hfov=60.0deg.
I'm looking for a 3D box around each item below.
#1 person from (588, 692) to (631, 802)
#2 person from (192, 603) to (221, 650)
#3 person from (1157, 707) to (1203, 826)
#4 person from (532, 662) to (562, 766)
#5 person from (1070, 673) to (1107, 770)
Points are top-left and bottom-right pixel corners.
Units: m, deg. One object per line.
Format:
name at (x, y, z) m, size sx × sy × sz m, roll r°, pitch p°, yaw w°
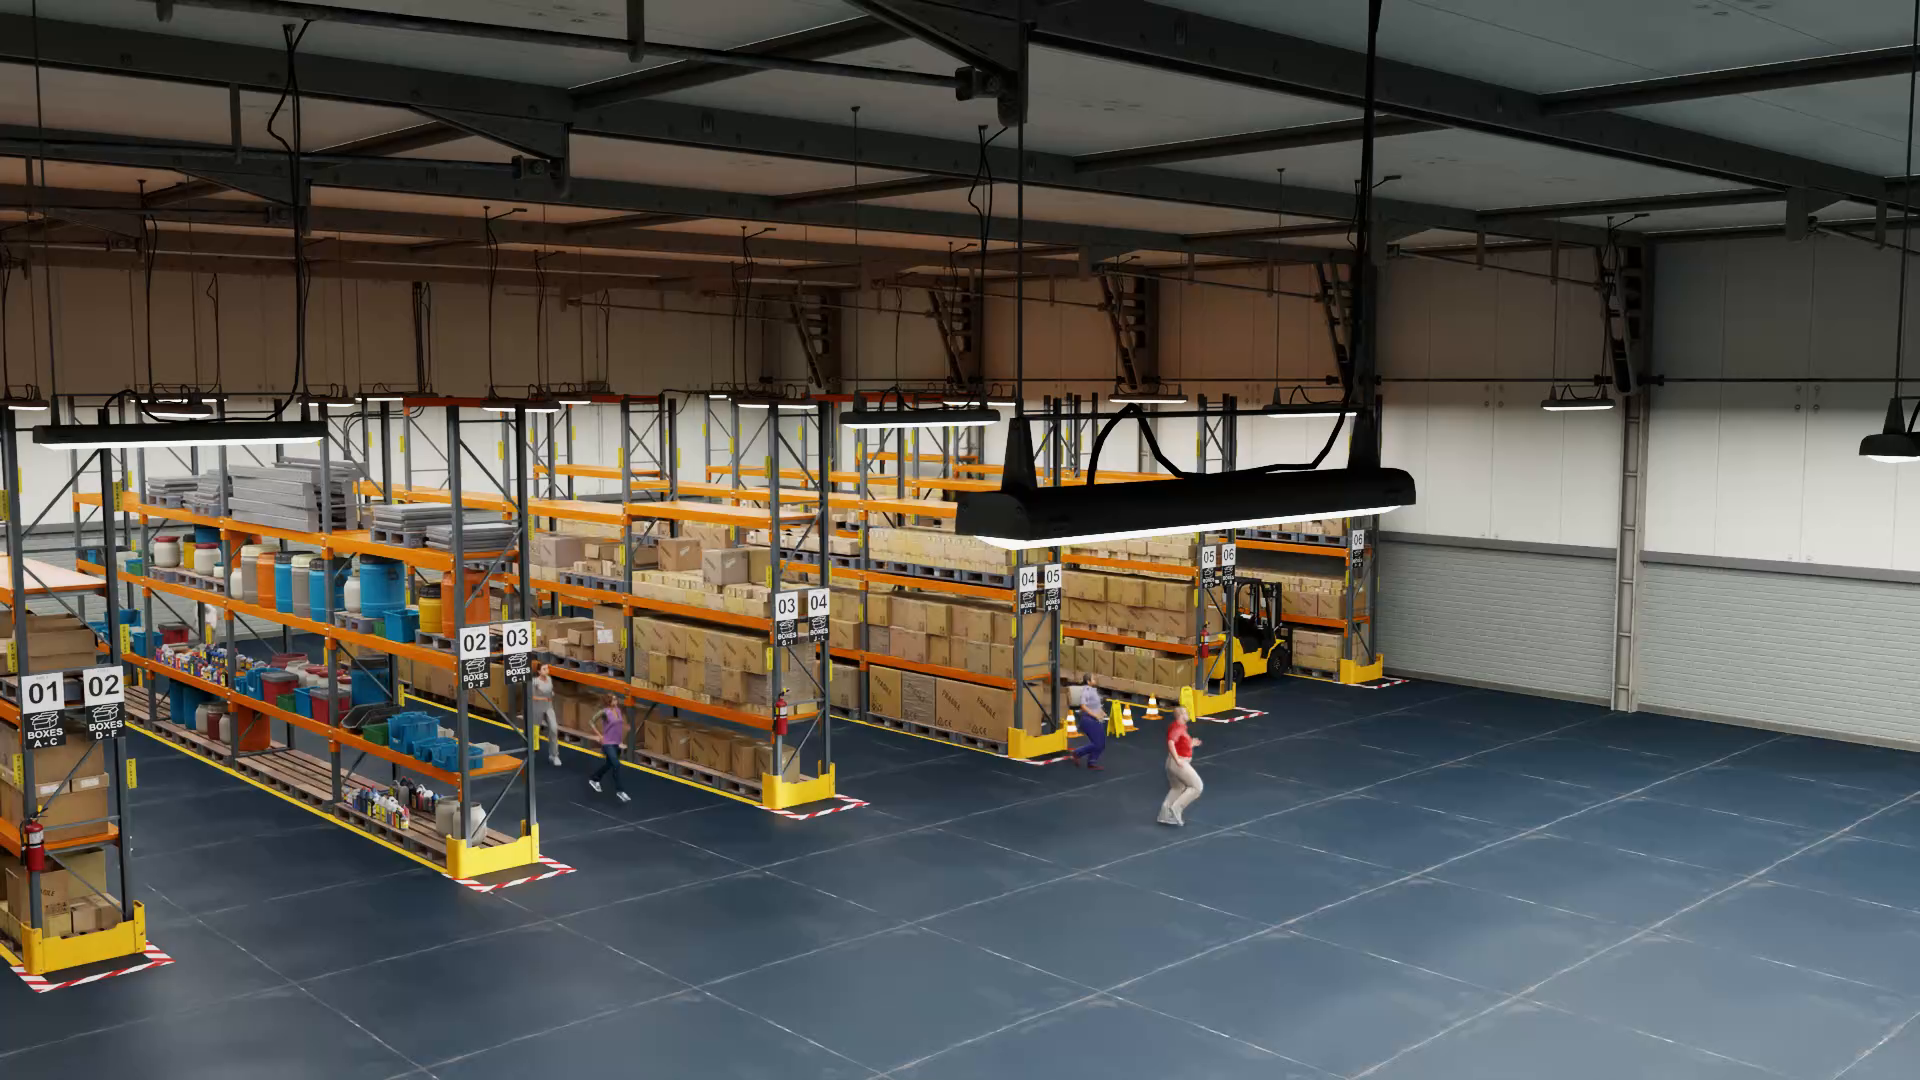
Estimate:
person at (-5.289, 3.108, 25.109) m, size 0.830 × 1.610 × 0.534 m, roll 3°, pitch 6°, yaw 26°
person at (-16.498, 1.923, 36.345) m, size 0.863 × 1.781 × 0.654 m, roll -2°, pitch 6°, yaw -18°
person at (3.143, 3.202, 23.628) m, size 0.656 × 1.688 × 0.658 m, roll -1°, pitch 6°, yaw -8°
person at (-6.922, 2.839, 27.458) m, size 0.518 × 1.696 × 0.887 m, roll -5°, pitch 7°, yaw -42°
person at (2.082, 2.941, 26.915) m, size 0.578 × 1.583 × 0.605 m, roll 1°, pitch 6°, yaw 7°
